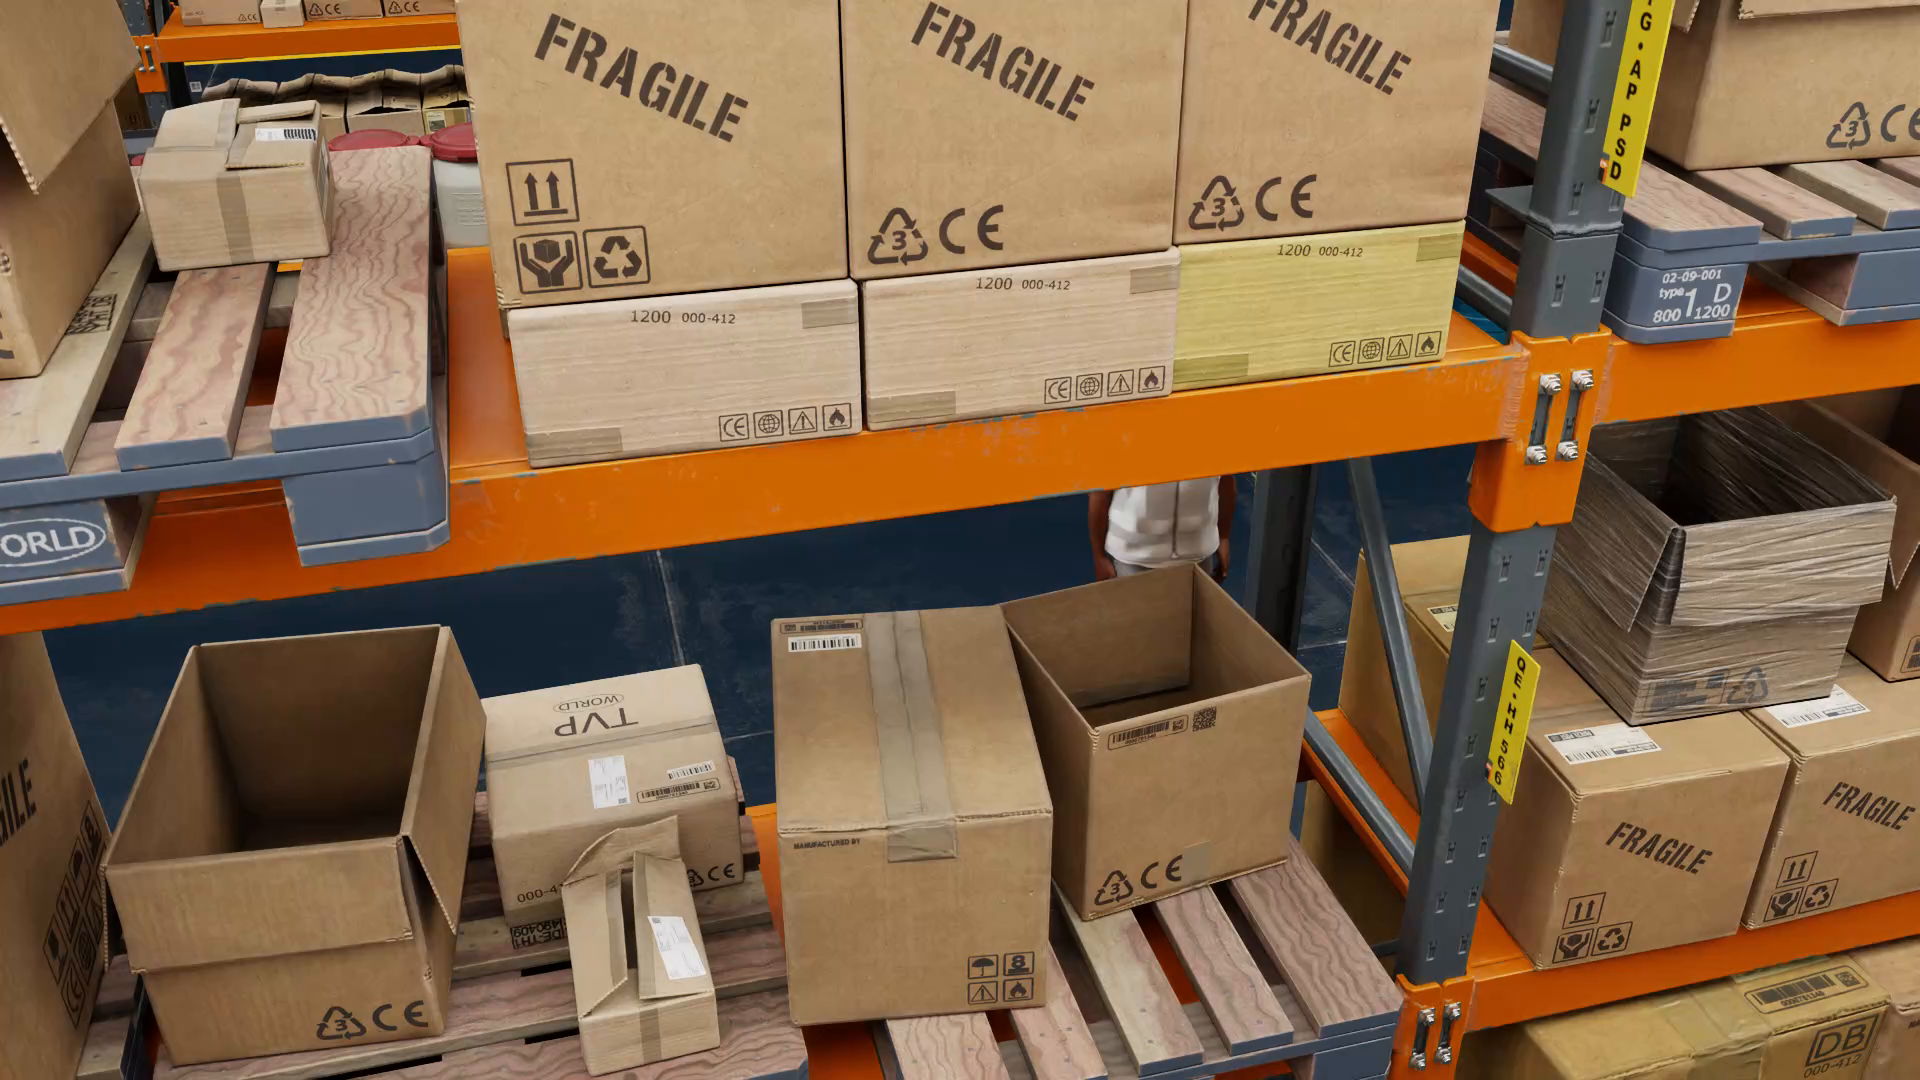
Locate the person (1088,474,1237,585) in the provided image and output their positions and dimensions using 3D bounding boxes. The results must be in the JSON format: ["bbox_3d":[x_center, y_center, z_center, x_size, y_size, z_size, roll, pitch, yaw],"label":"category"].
[{"bbox_3d":[0.742,0.042,6.042,0.562,1.770,0.428,-7,31,-12],"label":"person"}]
